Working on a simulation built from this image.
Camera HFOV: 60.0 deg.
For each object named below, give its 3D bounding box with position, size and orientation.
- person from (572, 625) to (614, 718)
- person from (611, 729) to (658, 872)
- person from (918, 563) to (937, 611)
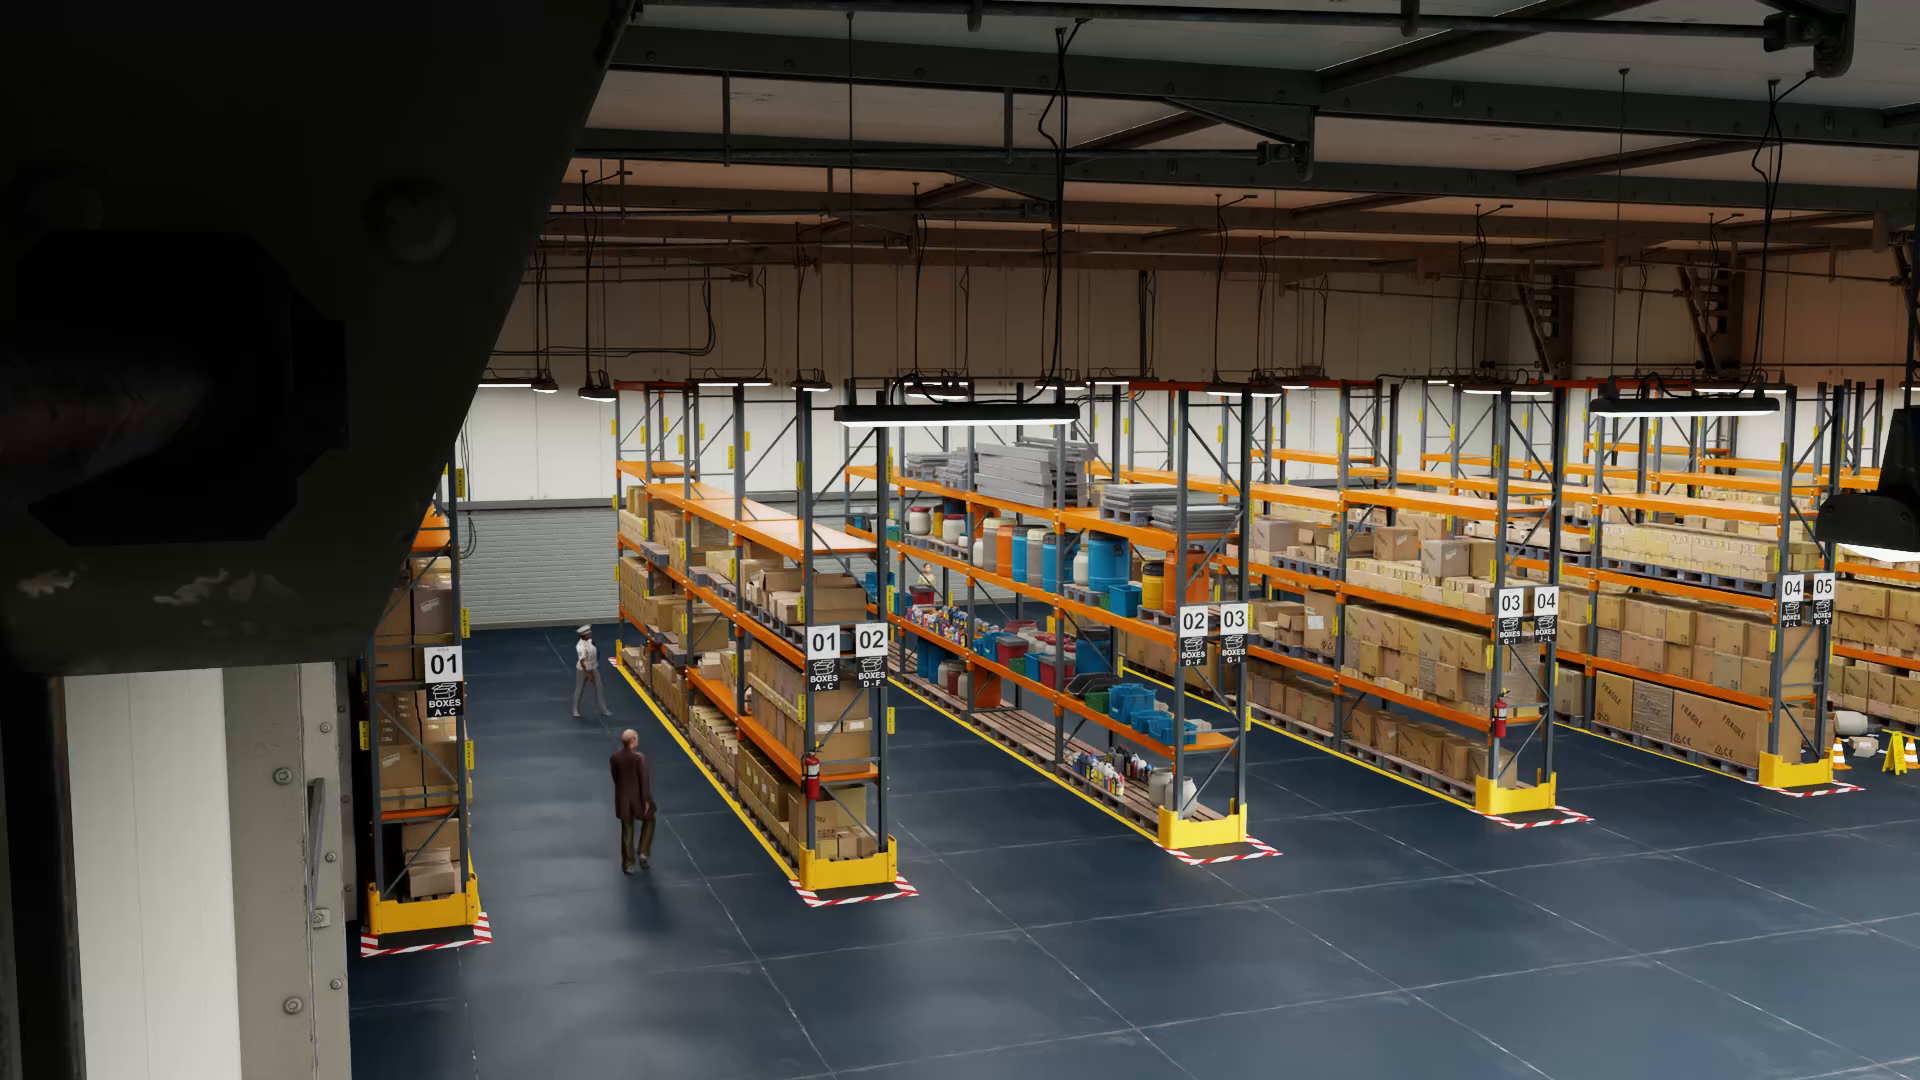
[{"bbox_3d":[-6.665,2.354,29.965,0.574,1.690,0.627,4,7,32],"label":"person"},{"bbox_3d":[-4.083,3.259,20.799,0.560,1.828,0.525,0,6,3],"label":"person"},{"bbox_3d":[-0.796,1.343,39.414,0.471,1.629,0.925,-3,7,-25],"label":"person"}]
